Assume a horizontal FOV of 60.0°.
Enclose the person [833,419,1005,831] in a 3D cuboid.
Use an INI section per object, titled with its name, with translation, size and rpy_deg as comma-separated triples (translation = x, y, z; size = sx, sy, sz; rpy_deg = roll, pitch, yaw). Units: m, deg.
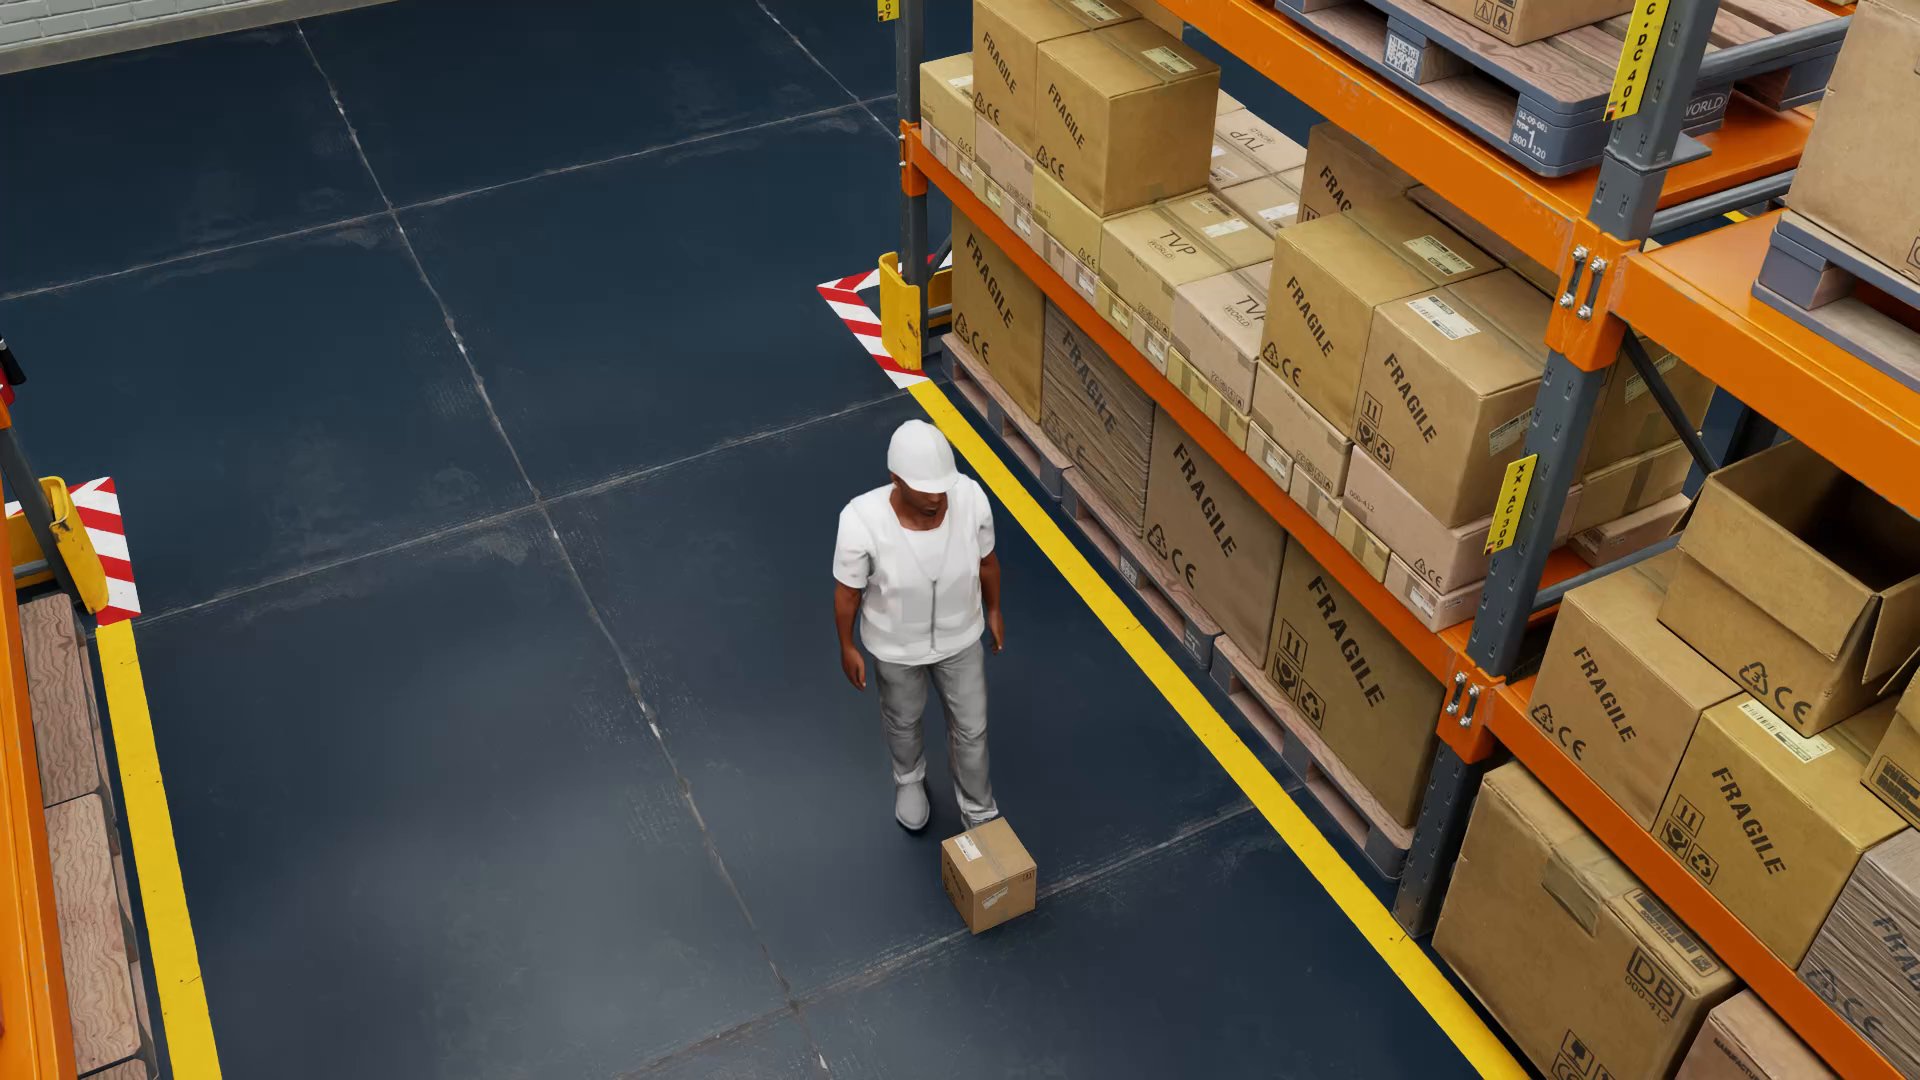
[person]
translation = -0.092, 0.398, 5.668
size = 0.605, 1.768, 0.594
rpy_deg = -11, 42, -12
